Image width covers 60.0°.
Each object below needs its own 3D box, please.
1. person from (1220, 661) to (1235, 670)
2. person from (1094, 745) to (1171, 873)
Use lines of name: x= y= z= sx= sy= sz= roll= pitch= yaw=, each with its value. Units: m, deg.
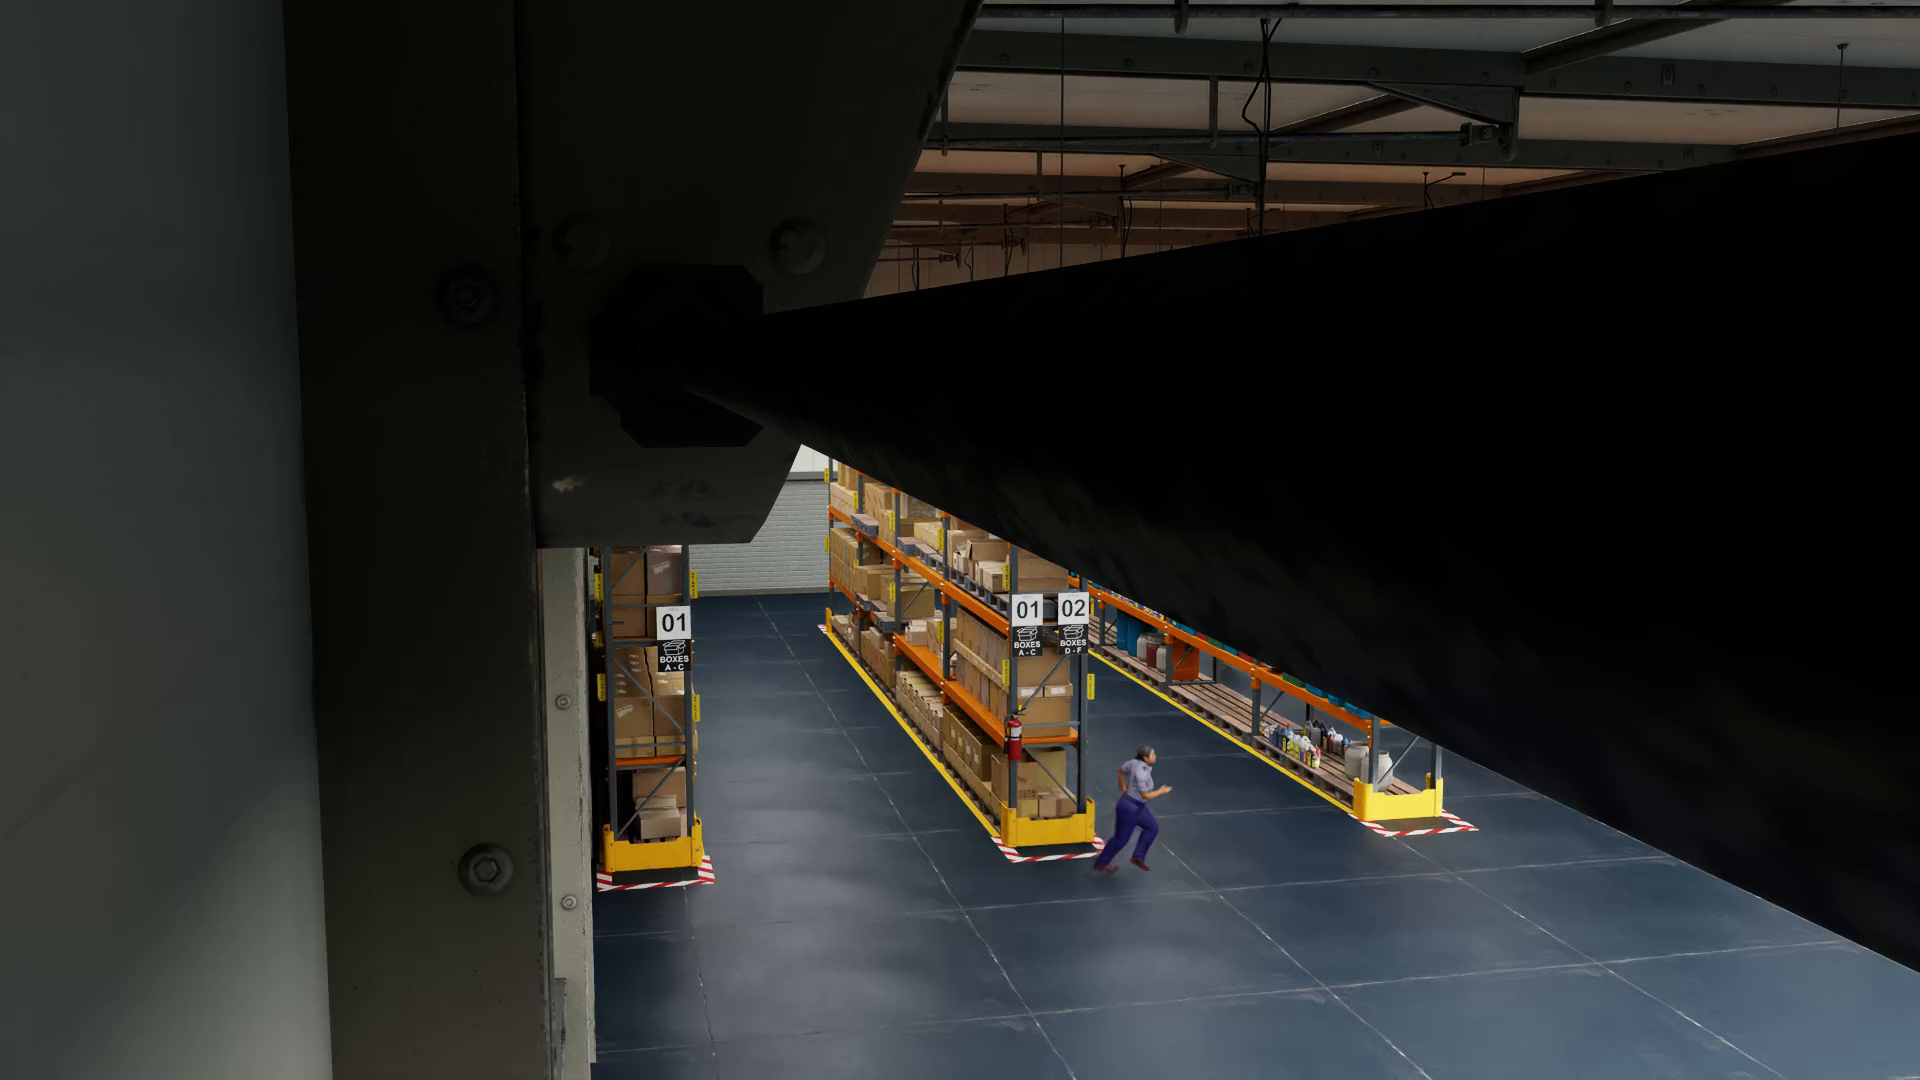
person: x=5.308 y=1.665 z=32.038 sx=0.702 sy=1.727 sz=0.738 roll=0 pitch=7 yaw=-4
person: x=2.049 y=3.207 z=19.738 sx=0.904 sy=1.600 sz=0.533 roll=1 pitch=7 yaw=9
